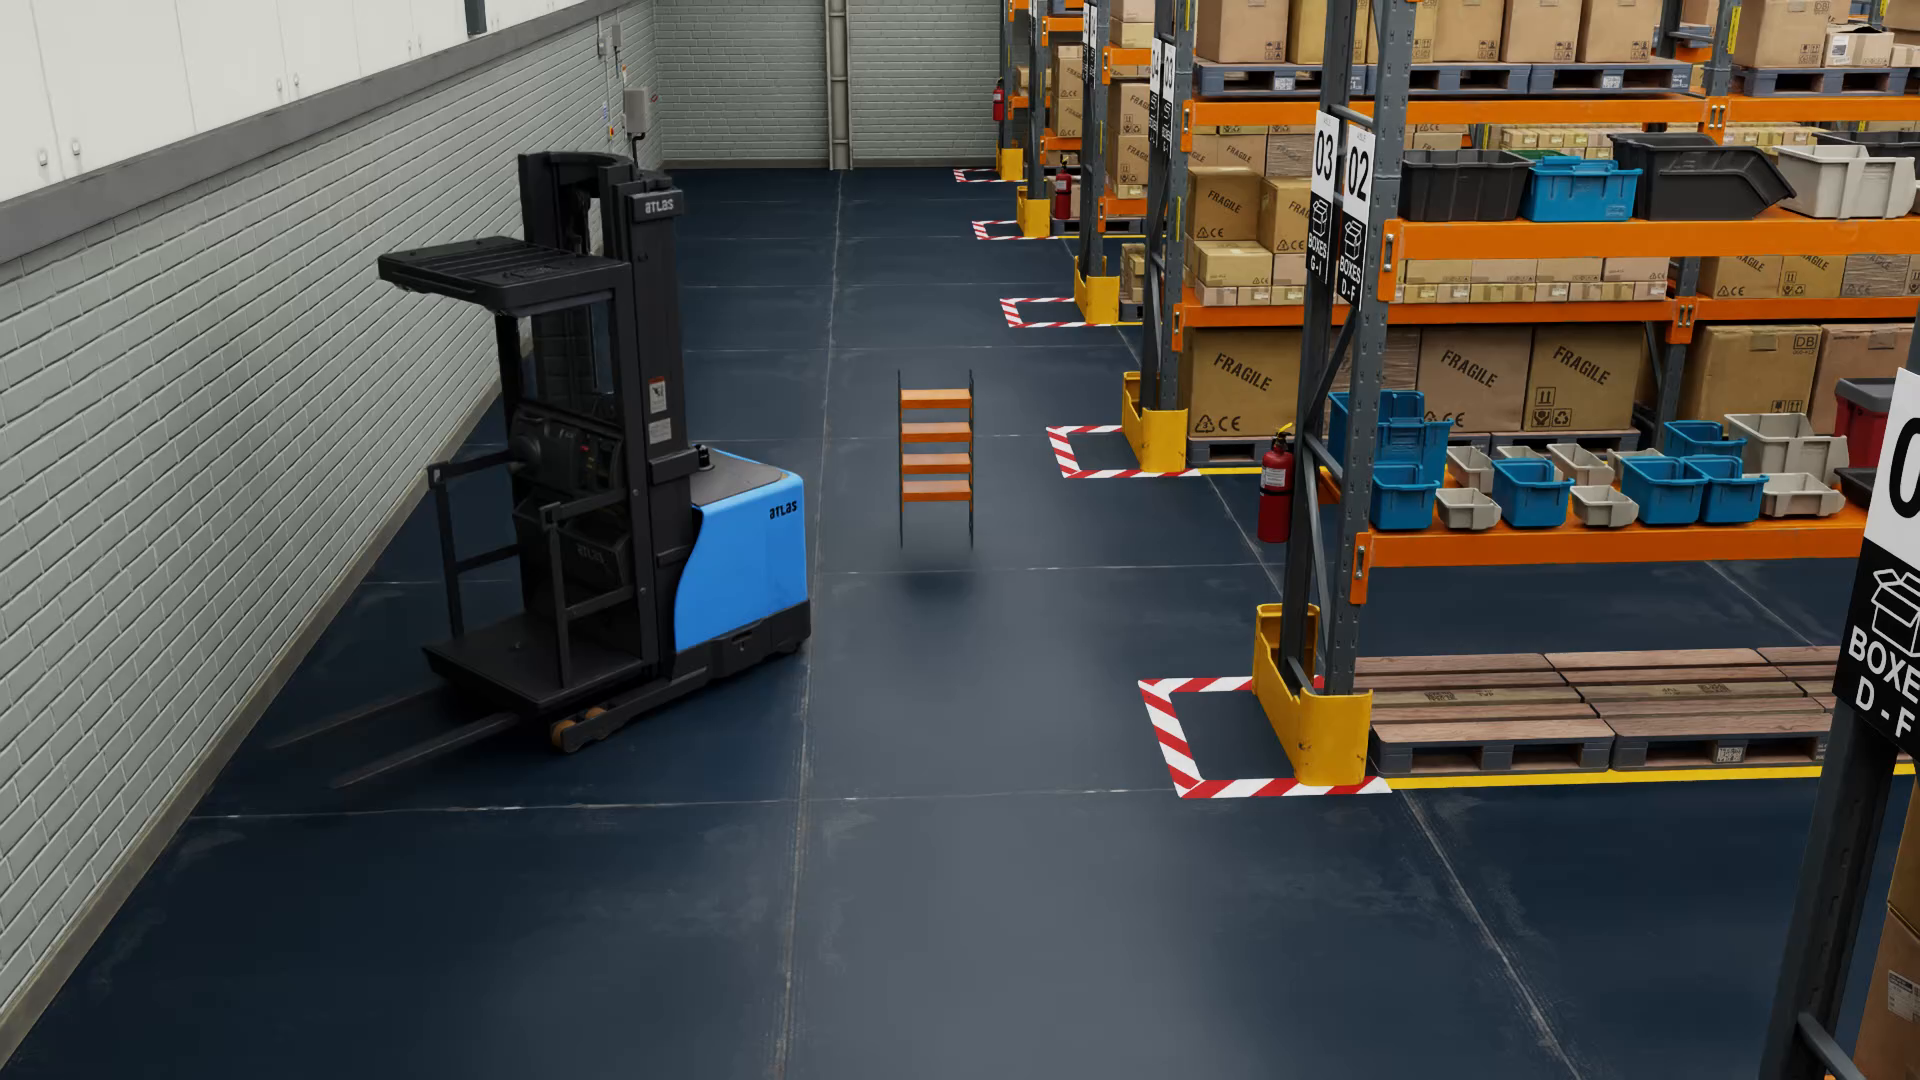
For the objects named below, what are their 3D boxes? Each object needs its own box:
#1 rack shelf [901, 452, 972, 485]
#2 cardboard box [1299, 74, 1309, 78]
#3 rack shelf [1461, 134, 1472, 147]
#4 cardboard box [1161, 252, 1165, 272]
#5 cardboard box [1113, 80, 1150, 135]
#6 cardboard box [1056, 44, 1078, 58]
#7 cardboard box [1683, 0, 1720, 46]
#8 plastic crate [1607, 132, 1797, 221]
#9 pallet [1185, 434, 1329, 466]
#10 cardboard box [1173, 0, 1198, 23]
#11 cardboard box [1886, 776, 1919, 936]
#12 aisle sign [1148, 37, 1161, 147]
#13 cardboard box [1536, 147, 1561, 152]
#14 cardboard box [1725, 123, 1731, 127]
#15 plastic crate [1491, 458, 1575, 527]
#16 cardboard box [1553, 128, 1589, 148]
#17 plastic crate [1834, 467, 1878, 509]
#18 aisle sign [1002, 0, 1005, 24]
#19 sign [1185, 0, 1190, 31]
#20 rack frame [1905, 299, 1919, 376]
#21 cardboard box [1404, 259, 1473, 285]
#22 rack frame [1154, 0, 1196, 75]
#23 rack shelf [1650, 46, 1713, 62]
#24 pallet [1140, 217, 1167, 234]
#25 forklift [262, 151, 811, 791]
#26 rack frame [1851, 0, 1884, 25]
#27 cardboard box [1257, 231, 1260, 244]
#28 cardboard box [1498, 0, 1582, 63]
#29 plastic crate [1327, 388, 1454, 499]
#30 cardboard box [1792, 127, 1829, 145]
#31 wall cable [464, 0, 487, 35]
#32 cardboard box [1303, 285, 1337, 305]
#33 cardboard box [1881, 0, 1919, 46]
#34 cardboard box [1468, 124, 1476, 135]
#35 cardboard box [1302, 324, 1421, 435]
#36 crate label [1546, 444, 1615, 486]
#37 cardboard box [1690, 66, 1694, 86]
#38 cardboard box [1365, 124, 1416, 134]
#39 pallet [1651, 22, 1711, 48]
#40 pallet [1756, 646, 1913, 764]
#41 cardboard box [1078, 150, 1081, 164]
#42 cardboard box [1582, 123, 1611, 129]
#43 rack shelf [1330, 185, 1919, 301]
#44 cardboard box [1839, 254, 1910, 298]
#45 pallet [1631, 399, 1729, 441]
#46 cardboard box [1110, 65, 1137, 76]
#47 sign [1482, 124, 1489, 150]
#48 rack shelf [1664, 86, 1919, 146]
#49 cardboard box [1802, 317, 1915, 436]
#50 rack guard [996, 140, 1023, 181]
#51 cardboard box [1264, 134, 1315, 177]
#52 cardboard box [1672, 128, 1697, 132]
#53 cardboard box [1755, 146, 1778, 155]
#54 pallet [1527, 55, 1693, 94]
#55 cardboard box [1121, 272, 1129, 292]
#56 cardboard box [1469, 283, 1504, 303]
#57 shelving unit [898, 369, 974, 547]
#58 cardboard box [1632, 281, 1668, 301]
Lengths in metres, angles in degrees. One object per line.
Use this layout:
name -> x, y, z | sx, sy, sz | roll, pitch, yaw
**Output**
rack shelf -> -0.165, -0.495, 11.423 | 0.480, 0.148, 0.258 | -1, 21, -3
cardboard box -> 3.915, -4.697, 17.777 | 0.500, 0.500, 0.500 | -1, 21, -2
rack shelf -> 7.014, -5.442, 22.710 | 4.000, 0.370, 1.077 | -1, 21, -3
cardboard box -> 2.218, -2.980, 17.814 | 0.250, 0.149, 0.380 | -1, 21, -2
cardboard box -> 1.870, -4.468, 17.177 | 0.500, 0.500, 0.500 | -1, 21, -3
cardboard box -> 1.394, -6.383, 21.712 | 0.250, 0.149, 0.380 | -1, 21, -2
cardboard box -> 7.840, -5.386, 17.195 | 0.500, 0.500, 0.500 | -1, 21, -3
plastic crate -> 3.413, -1.683, 7.697 | 0.767, 0.338, 0.504 | -1, 21, -3
pallet -> 2.383, -0.877, 13.628 | 1.213, 0.211, 1.003 | -1, 21, -3
cardboard box -> 2.381, -5.393, 16.863 | 0.500, 0.250, 0.500 | -1, 21, -4
cardboard box -> 2.580, 0.762, 3.857 | 0.500, 0.500, 0.500 | -1, 21, -4
aisle sign -> 1.500, -3.456, 12.830 | 0.004, 0.787, 0.394 | -1, 21, -3
cardboard box -> 6.079, -4.050, 17.387 | 0.250, 0.149, 0.380 | -2, 21, -4
cardboard box -> 8.144, -4.464, 18.057 | 0.250, 0.149, 0.380 | -2, 21, -5
plastic crate -> 2.794, -0.228, 8.155 | 0.300, 0.233, 0.416 | -1, 21, -3
cardboard box -> 6.354, -4.195, 17.350 | 0.250, 0.149, 0.380 | -1, 21, -3
plastic crate -> 4.763, -0.239, 8.336 | 0.590, 0.125, 0.437 | -1, 21, -3
aisle sign -> 0.685, -8.529, 26.153 | 0.004, 0.787, 0.394 | -1, 21, -3
sign -> 1.615, -3.786, 11.795 | 0.005, 0.325, 0.100 | -1, 21, -3
rack frame -> 2.151, -1.421, 2.705 | 0.127, 3.000, 1.000 | -1, 21, -3
cardboard box -> 3.625, -2.153, 12.854 | 0.500, 0.250, 0.500 | -2, 21, -4
rack frame -> 1.589, -4.940, 11.949 | 0.127, 3.000, 1.000 | -1, 21, -3
rack shelf -> 7.397, -5.088, 17.564 | 4.000, 0.370, 1.077 | -1, 21, -3
pallet -> 3.032, -4.421, 22.936 | 1.213, 0.211, 1.003 | -1, 21, -3
forklift -> -2.238, -0.460, 8.711 | 1.130, 2.935, 3.031 | 17, 27, 38
rack frame -> 9.394, -6.866, 17.009 | 0.127, 3.000, 1.000 | -1, 21, -3
cardboard box -> 2.564, -2.319, 13.290 | 0.500, 0.250, 0.500 | -2, 21, -4
cardboard box -> 4.268, -3.862, 12.463 | 0.500, 0.500, 0.700 | 0, 21, 0
plastic crate -> 2.196, -0.494, 8.570 | 0.499, 0.435, 0.616 | -1, 21, -3
cardboard box -> 8.931, -4.247, 17.486 | 0.250, 0.149, 0.380 | -2, 21, -5
wall cable -> -4.253, -7.553, 14.290 | 0.120, 5.999, 2.277 | -1, 21, -3
cardboard box -> 2.734, -1.925, 12.816 | 0.250, 0.149, 0.380 | -1, 21, -4
cardboard box -> 7.538, -3.896, 12.687 | 0.637, 0.503, 0.797 | -1, 21, -4
cardboard box -> 7.000, -5.605, 22.339 | 0.500, 0.250, 0.500 | -1, 21, -4
cardboard box -> 3.132, -1.399, 13.477 | 0.875, 0.875, 0.875 | -1, 21, -3
crate label -> 3.243, -0.377, 8.683 | 0.243, 0.136, 0.396 | -1, 21, -3
cardboard box -> 9.473, -6.128, 22.352 | 0.500, 0.500, 0.500 | -2, 21, -5
cardboard box -> 4.431, -4.516, 17.304 | 0.500, 0.500, 0.500 | -2, 21, -5
pallet -> 7.058, -5.292, 17.354 | 1.003, 0.211, 1.213 | -1, 21, -3
pallet -> 5.133, 0.874, 9.029 | 1.213, 0.211, 1.003 | -1, 21, -3
cardboard box -> 2.208, -6.430, 27.217 | 0.500, 0.500, 0.700 | 0, 21, -1
cardboard box -> 6.824, -4.435, 17.981 | 0.250, 0.149, 0.380 | -2, 21, -5
rack shelf -> 3.869, -1.483, 8.096 | 4.000, 0.370, 1.077 | -1, 21, -3
cardboard box -> 7.058, -2.205, 13.057 | 0.500, 0.500, 0.500 | -2, 21, -4
pallet -> 6.349, -0.957, 13.837 | 1.213, 0.211, 1.003 | -1, 21, -3
cardboard box -> 2.034, -6.092, 21.861 | 0.500, 0.500, 0.500 | -2, 21, -5
sign -> 5.439, -4.193, 17.203 | 0.005, 0.325, 0.100 | -1, 21, -3
rack shelf -> 7.579, -3.324, 12.930 | 4.000, 0.370, 1.077 | -1, 21, -3
cardboard box -> 7.113, -1.459, 13.634 | 0.875, 0.875, 1.225 | -2, 21, -5
rack guard -> 0.812, -6.253, 27.342 | 0.348, 0.500, 1.175 | -1, 21, -3
cardboard box -> 3.402, -4.035, 17.444 | 0.500, 0.500, 0.500 | -2, 21, -4
cardboard box -> 7.640, -4.221, 17.419 | 0.250, 0.149, 0.380 | 0, 21, 0
cardboard box -> 8.398, -4.096, 17.510 | 0.250, 0.149, 0.380 | -1, 21, -2
pallet -> 4.765, -3.565, 12.678 | 1.213, 0.211, 1.003 | -1, 21, -3
cardboard box -> 1.921, -2.849, 18.304 | 0.250, 0.149, 0.380 | -1, 21, -2
cardboard box -> 4.014, -1.951, 12.883 | 0.250, 0.149, 0.380 | -1, 21, -4
shelving unit -> -0.165, -0.557, 11.399 | 0.503, 1.200, 0.258 | -1, 21, -3
cardboard box -> 5.297, -1.977, 12.952 | 0.250, 0.149, 0.380 | -1, 21, -3
